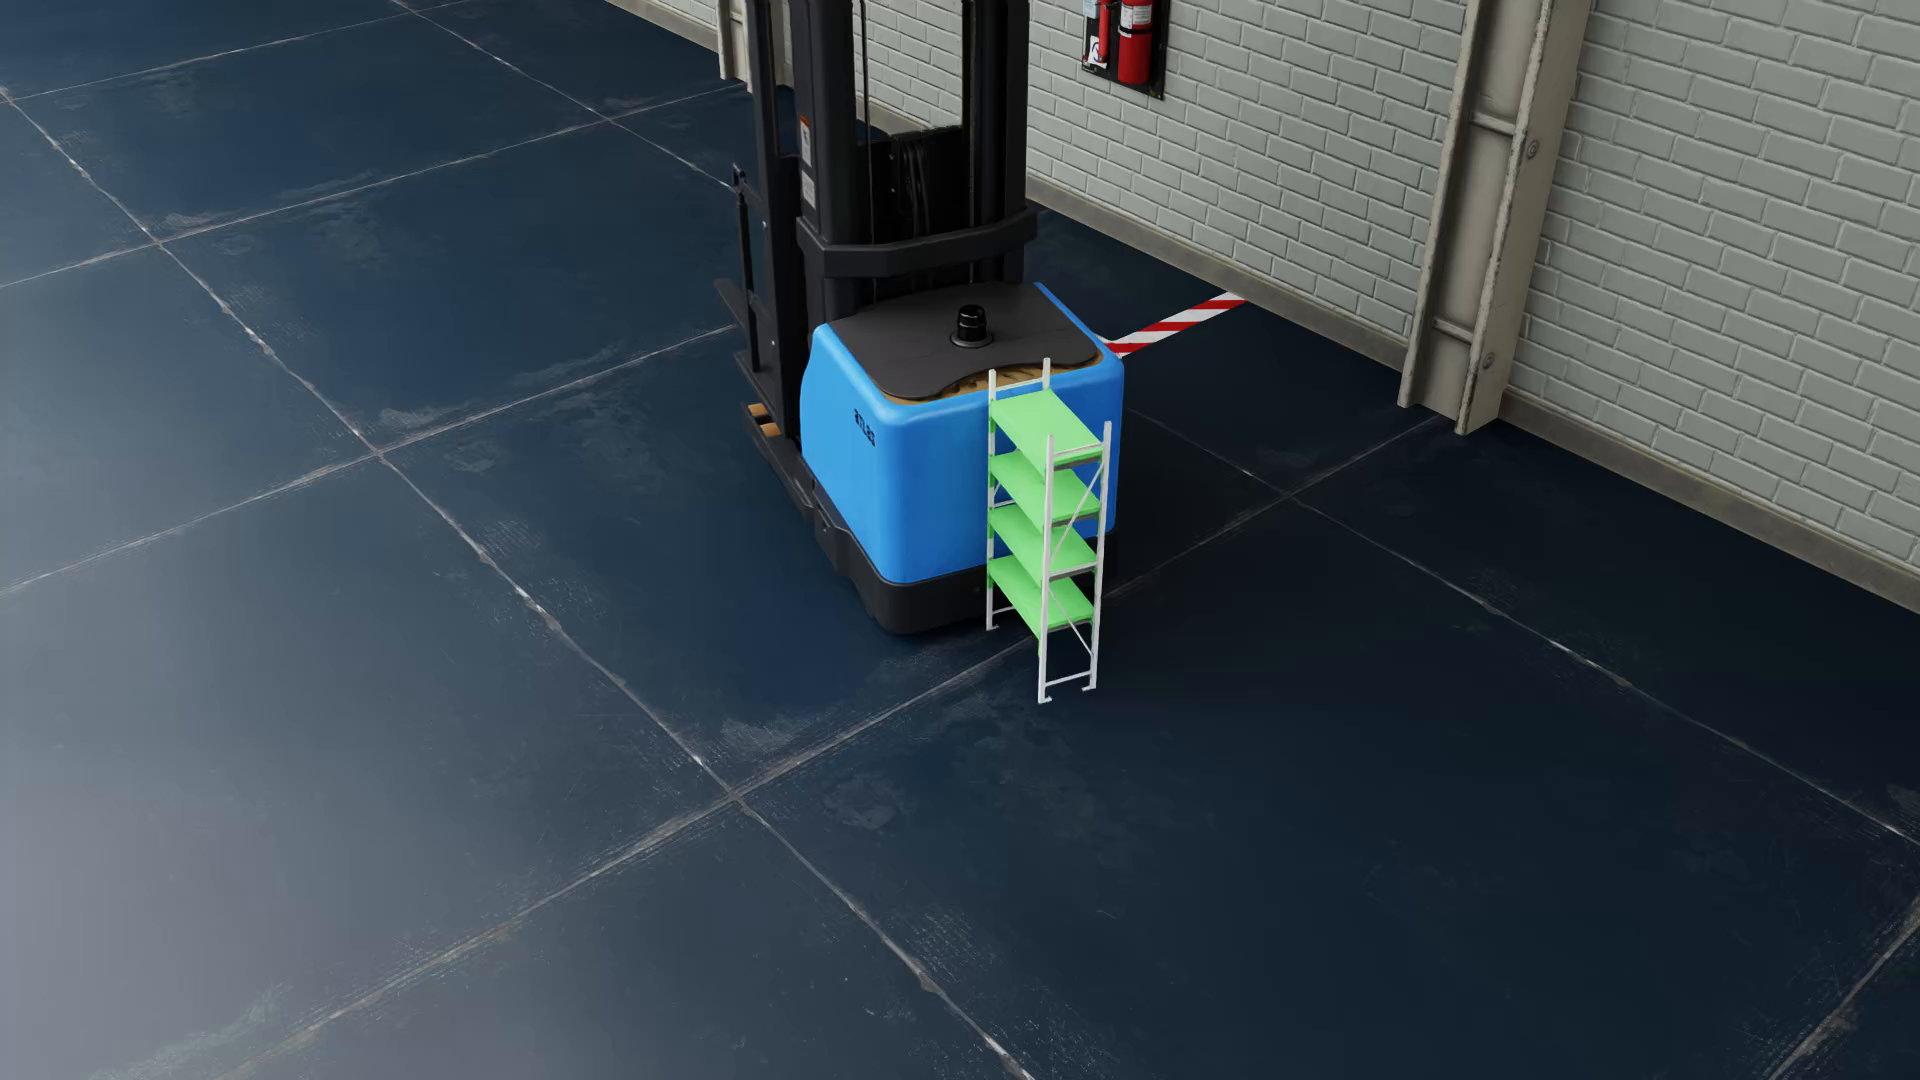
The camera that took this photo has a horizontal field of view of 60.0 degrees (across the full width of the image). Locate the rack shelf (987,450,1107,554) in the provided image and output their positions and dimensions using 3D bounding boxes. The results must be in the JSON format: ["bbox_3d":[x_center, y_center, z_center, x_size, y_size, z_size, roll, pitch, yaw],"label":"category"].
[{"bbox_3d":[0.315,-0.165,6.140,0.258,0.148,0.480,-14,38,-19],"label":"rack shelf"}]

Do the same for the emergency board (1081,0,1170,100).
[{"bbox_3d":[0.831,-2.971,8.849,0.194,1.169,0.643,-26,43,-32],"label":"emergency board"}]

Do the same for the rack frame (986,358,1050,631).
[{"bbox_3d":[0.219,-0.151,6.425,0.240,1.200,0.015,-14,38,-19],"label":"rack frame"}]

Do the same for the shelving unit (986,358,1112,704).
[{"bbox_3d":[0.315,-0.022,6.242,0.258,1.200,0.503,-14,38,-19],"label":"shelving unit"}]

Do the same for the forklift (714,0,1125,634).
[{"bbox_3d":[-0.396,-1.667,7.068,1.130,2.935,3.031,-14,38,-19],"label":"forklift"}]

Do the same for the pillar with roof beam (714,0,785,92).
[{"bbox_3d":[-4.764,-5.357,7.028,9.100,9.000,0.400,-26,43,-32],"label":"pillar with roof beam"}]

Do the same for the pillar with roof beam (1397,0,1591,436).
[{"bbox_3d":[-0.892,-2.708,3.287,9.100,9.000,0.400,-26,43,-32],"label":"pillar with roof beam"}]

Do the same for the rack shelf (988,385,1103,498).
[{"bbox_3d":[0.315,-0.361,6.002,0.258,0.148,0.480,-14,38,-19],"label":"rack shelf"}]

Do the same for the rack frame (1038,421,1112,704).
[{"bbox_3d":[0.412,0.108,6.059,0.240,1.200,0.015,-14,38,-19],"label":"rack frame"}]

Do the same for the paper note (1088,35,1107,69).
[{"bbox_3d":[0.769,-2.715,9.250,0.016,0.148,0.142,-26,43,-32],"label":"paper note"}]

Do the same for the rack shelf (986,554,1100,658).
[{"bbox_3d":[0.315,0.226,6.418,0.258,0.148,0.480,-14,38,-19],"label":"rack shelf"}]

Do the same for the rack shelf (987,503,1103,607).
[{"bbox_3d":[0.315,0.031,6.279,0.258,0.148,0.480,-14,38,-19],"label":"rack shelf"}]
